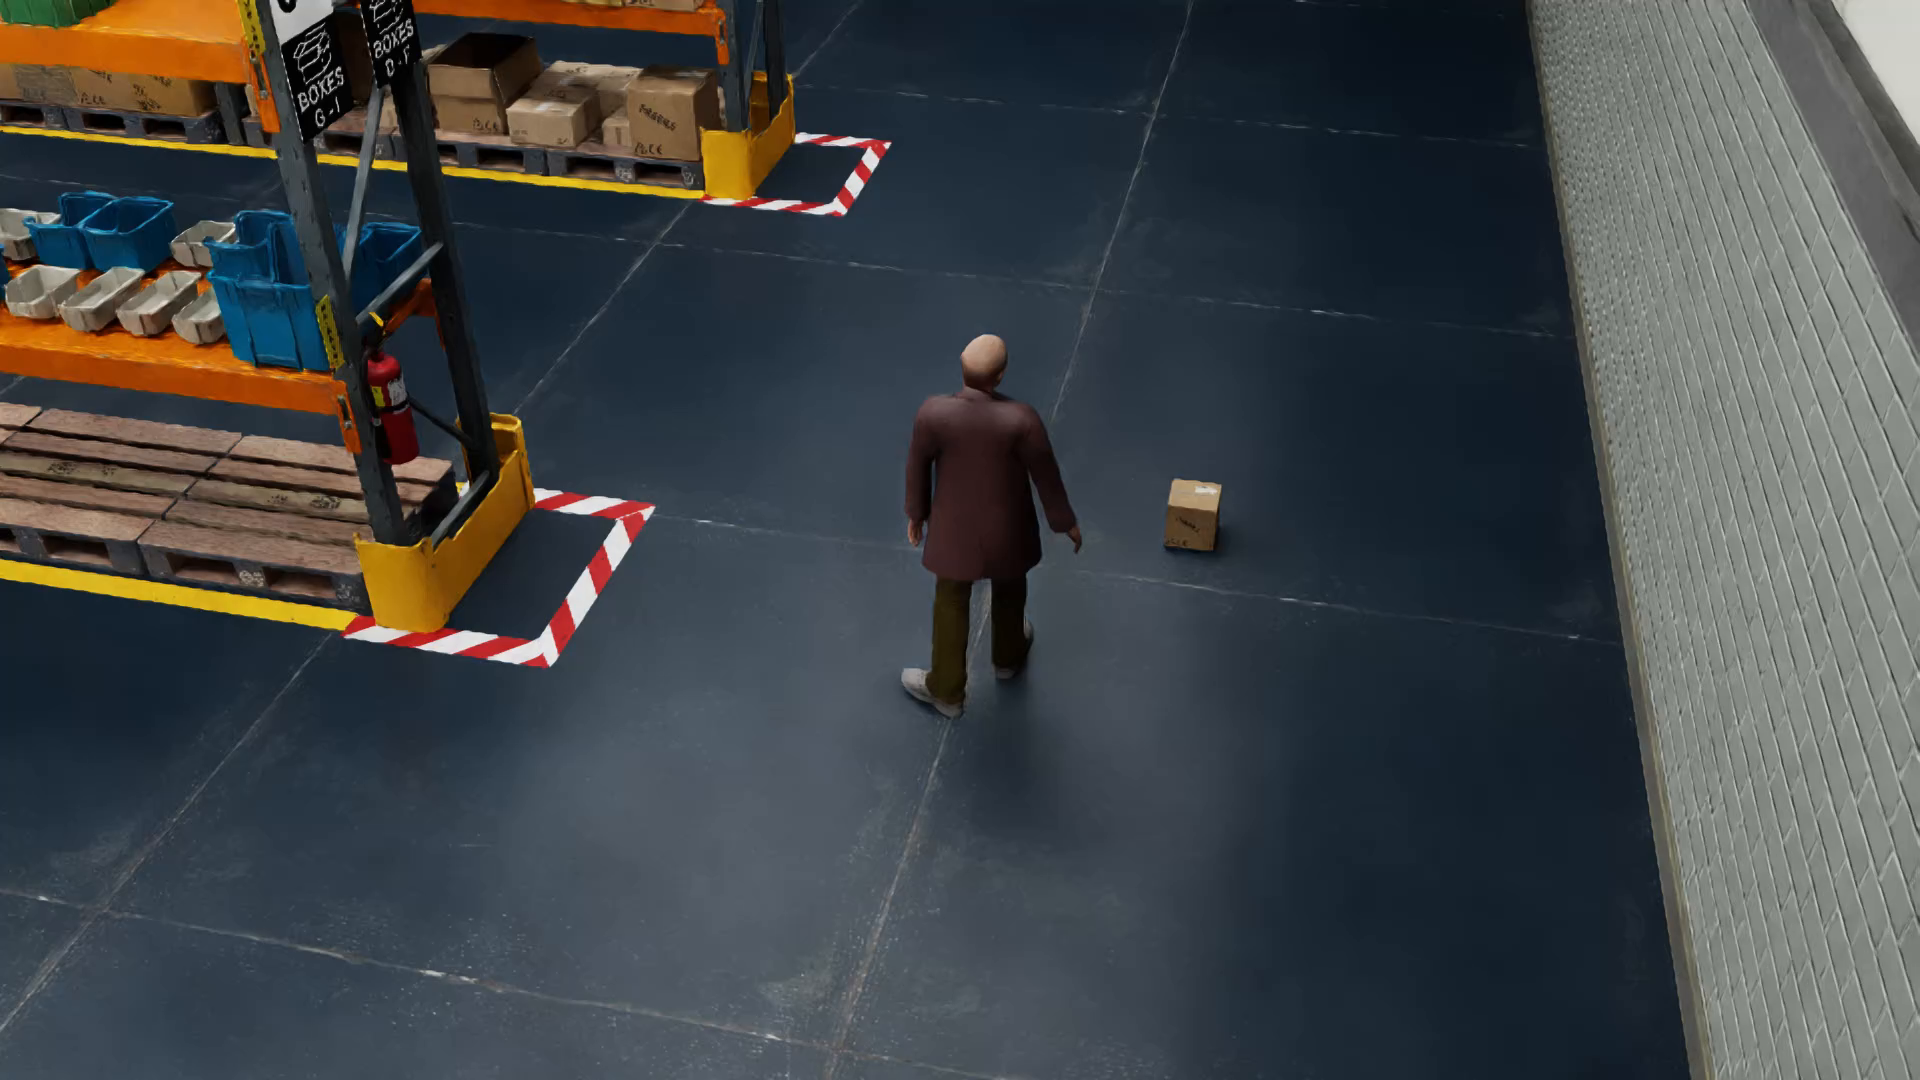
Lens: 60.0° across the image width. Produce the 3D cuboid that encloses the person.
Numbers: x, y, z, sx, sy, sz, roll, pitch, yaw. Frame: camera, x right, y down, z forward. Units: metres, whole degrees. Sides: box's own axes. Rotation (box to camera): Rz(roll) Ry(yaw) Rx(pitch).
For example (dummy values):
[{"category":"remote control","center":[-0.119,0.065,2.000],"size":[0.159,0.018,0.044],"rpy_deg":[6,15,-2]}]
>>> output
[{"category":"person","center":[0.134,-0.097,7.096],"size":[0.779,1.775,0.682],"rpy_deg":[4,36,5]}]
